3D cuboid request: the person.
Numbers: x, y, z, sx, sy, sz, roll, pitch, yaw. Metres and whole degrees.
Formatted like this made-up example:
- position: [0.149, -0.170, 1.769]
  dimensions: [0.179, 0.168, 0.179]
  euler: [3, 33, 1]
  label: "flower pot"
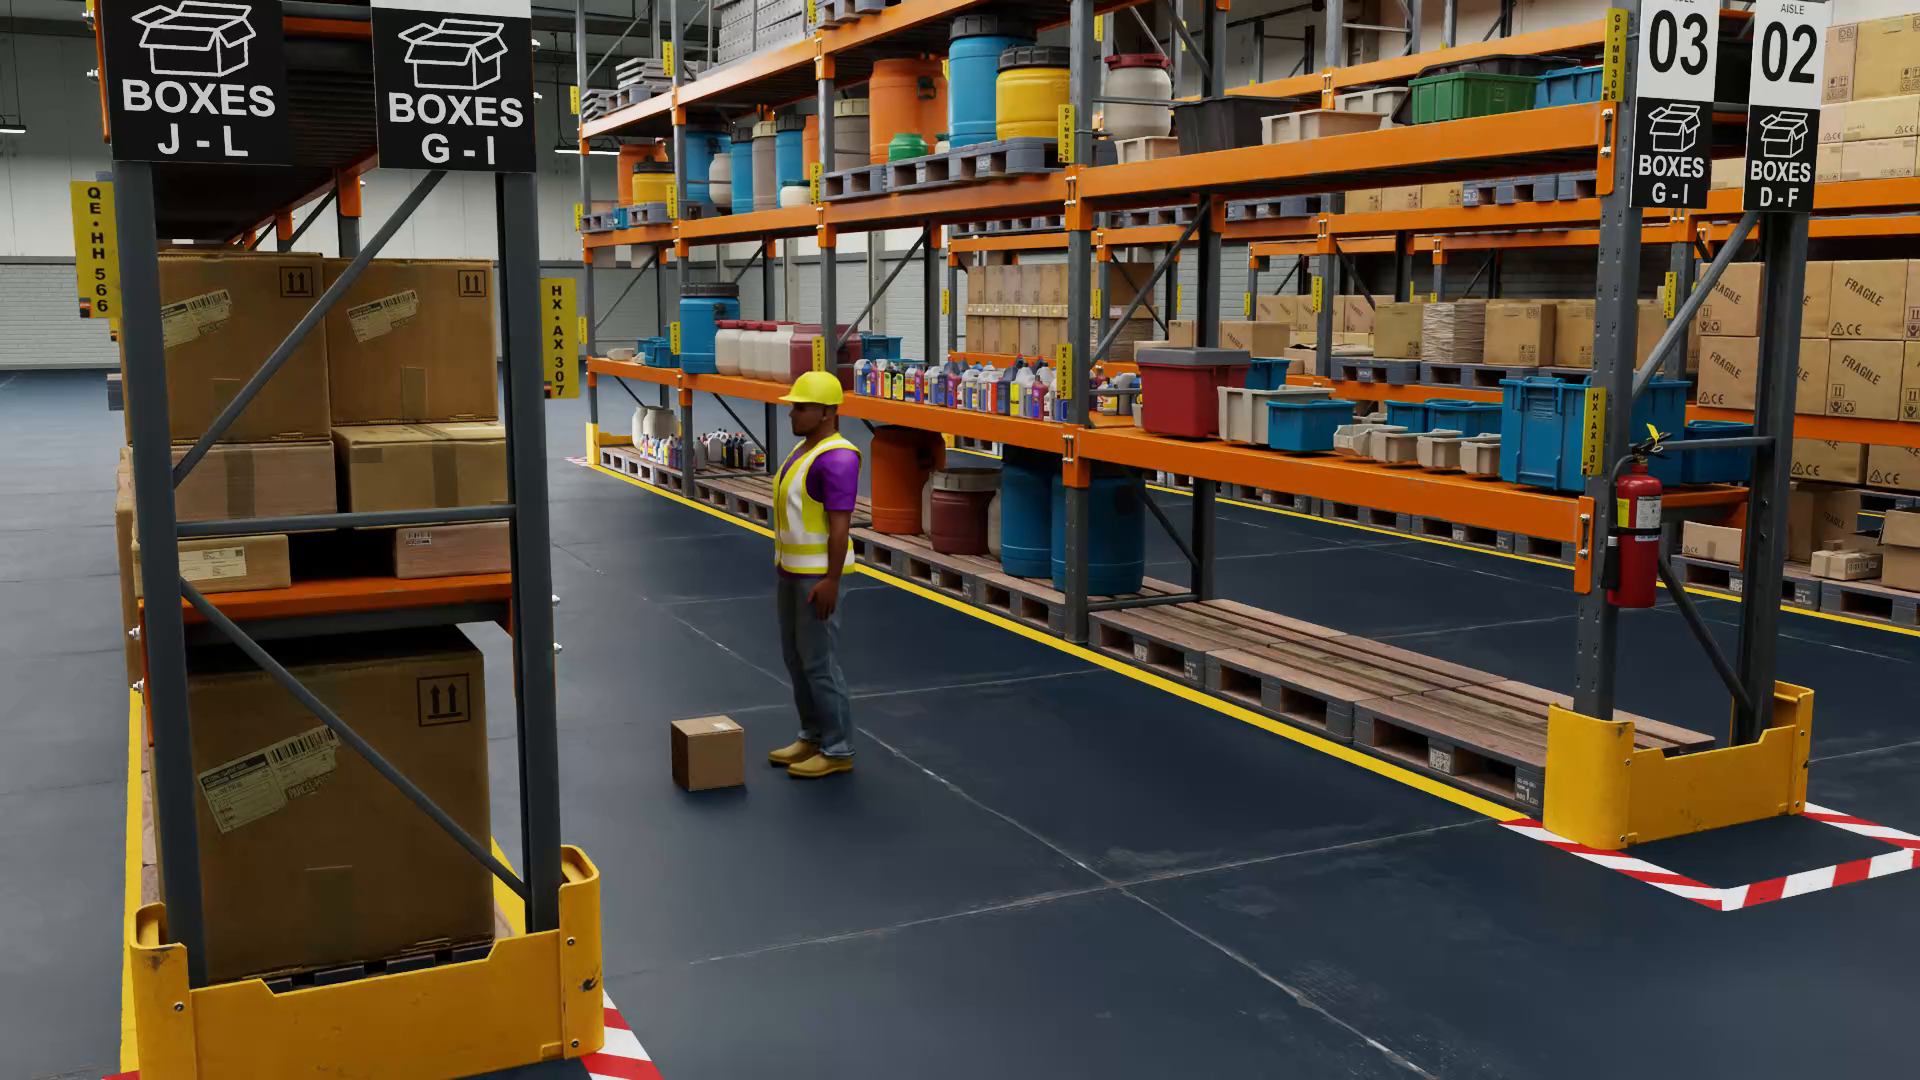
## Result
- position: [-0.632, 0.115, 7.291]
  dimensions: [0.342, 1.699, 0.559]
  euler: [-4, 9, -24]
  label: "person"
